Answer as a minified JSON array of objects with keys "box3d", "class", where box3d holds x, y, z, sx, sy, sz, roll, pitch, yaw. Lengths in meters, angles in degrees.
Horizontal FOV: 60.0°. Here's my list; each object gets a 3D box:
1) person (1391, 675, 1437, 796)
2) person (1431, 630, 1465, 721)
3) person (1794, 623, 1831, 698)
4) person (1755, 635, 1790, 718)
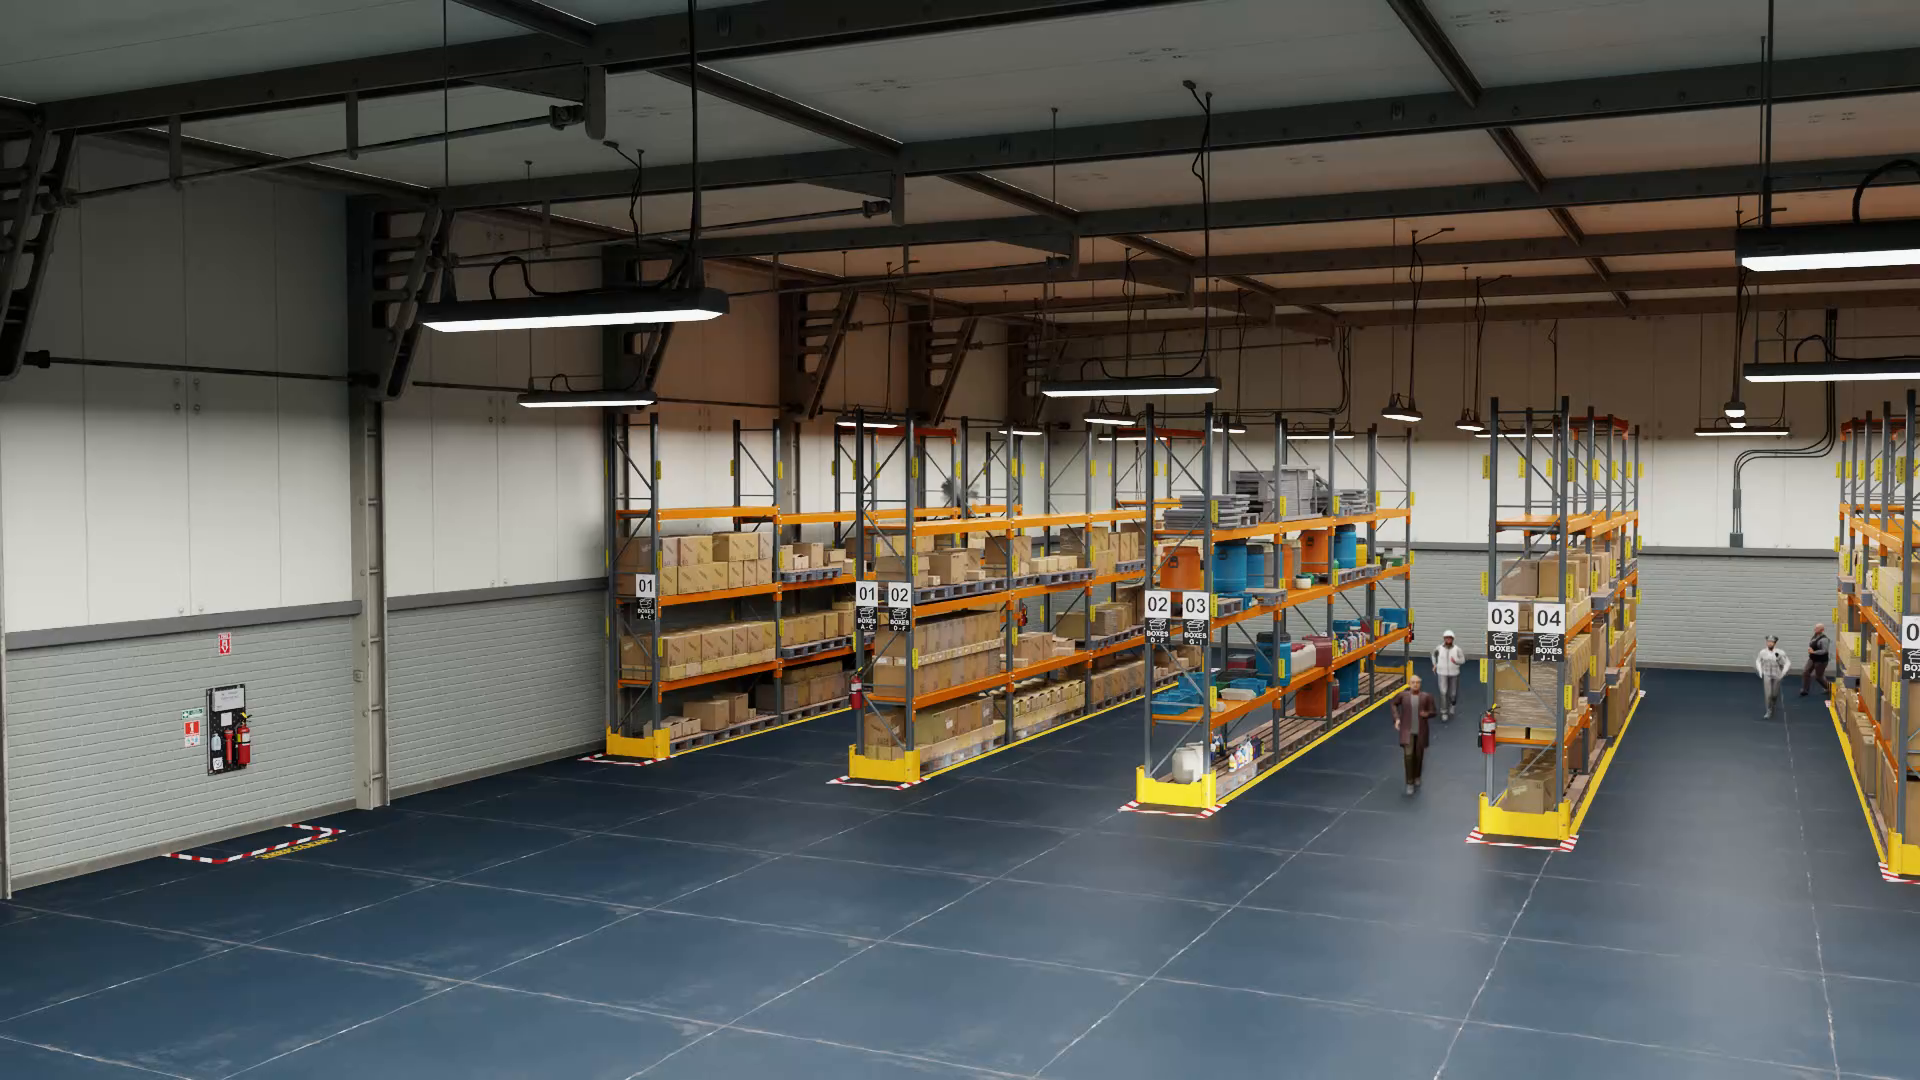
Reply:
[{"box3d":[7.071,3.017,25.893,0.694,1.823,0.836,0,2,11],"class":"person"},{"box3d":[9.781,2.691,33.321,0.656,1.758,0.970,1,2,15],"class":"person"},{"box3d":[18.782,2.652,36.315,0.816,1.687,0.732,0,2,4],"class":"person"},{"box3d":[16.523,2.759,33.805,0.643,1.683,0.622,2,3,32],"class":"person"}]
